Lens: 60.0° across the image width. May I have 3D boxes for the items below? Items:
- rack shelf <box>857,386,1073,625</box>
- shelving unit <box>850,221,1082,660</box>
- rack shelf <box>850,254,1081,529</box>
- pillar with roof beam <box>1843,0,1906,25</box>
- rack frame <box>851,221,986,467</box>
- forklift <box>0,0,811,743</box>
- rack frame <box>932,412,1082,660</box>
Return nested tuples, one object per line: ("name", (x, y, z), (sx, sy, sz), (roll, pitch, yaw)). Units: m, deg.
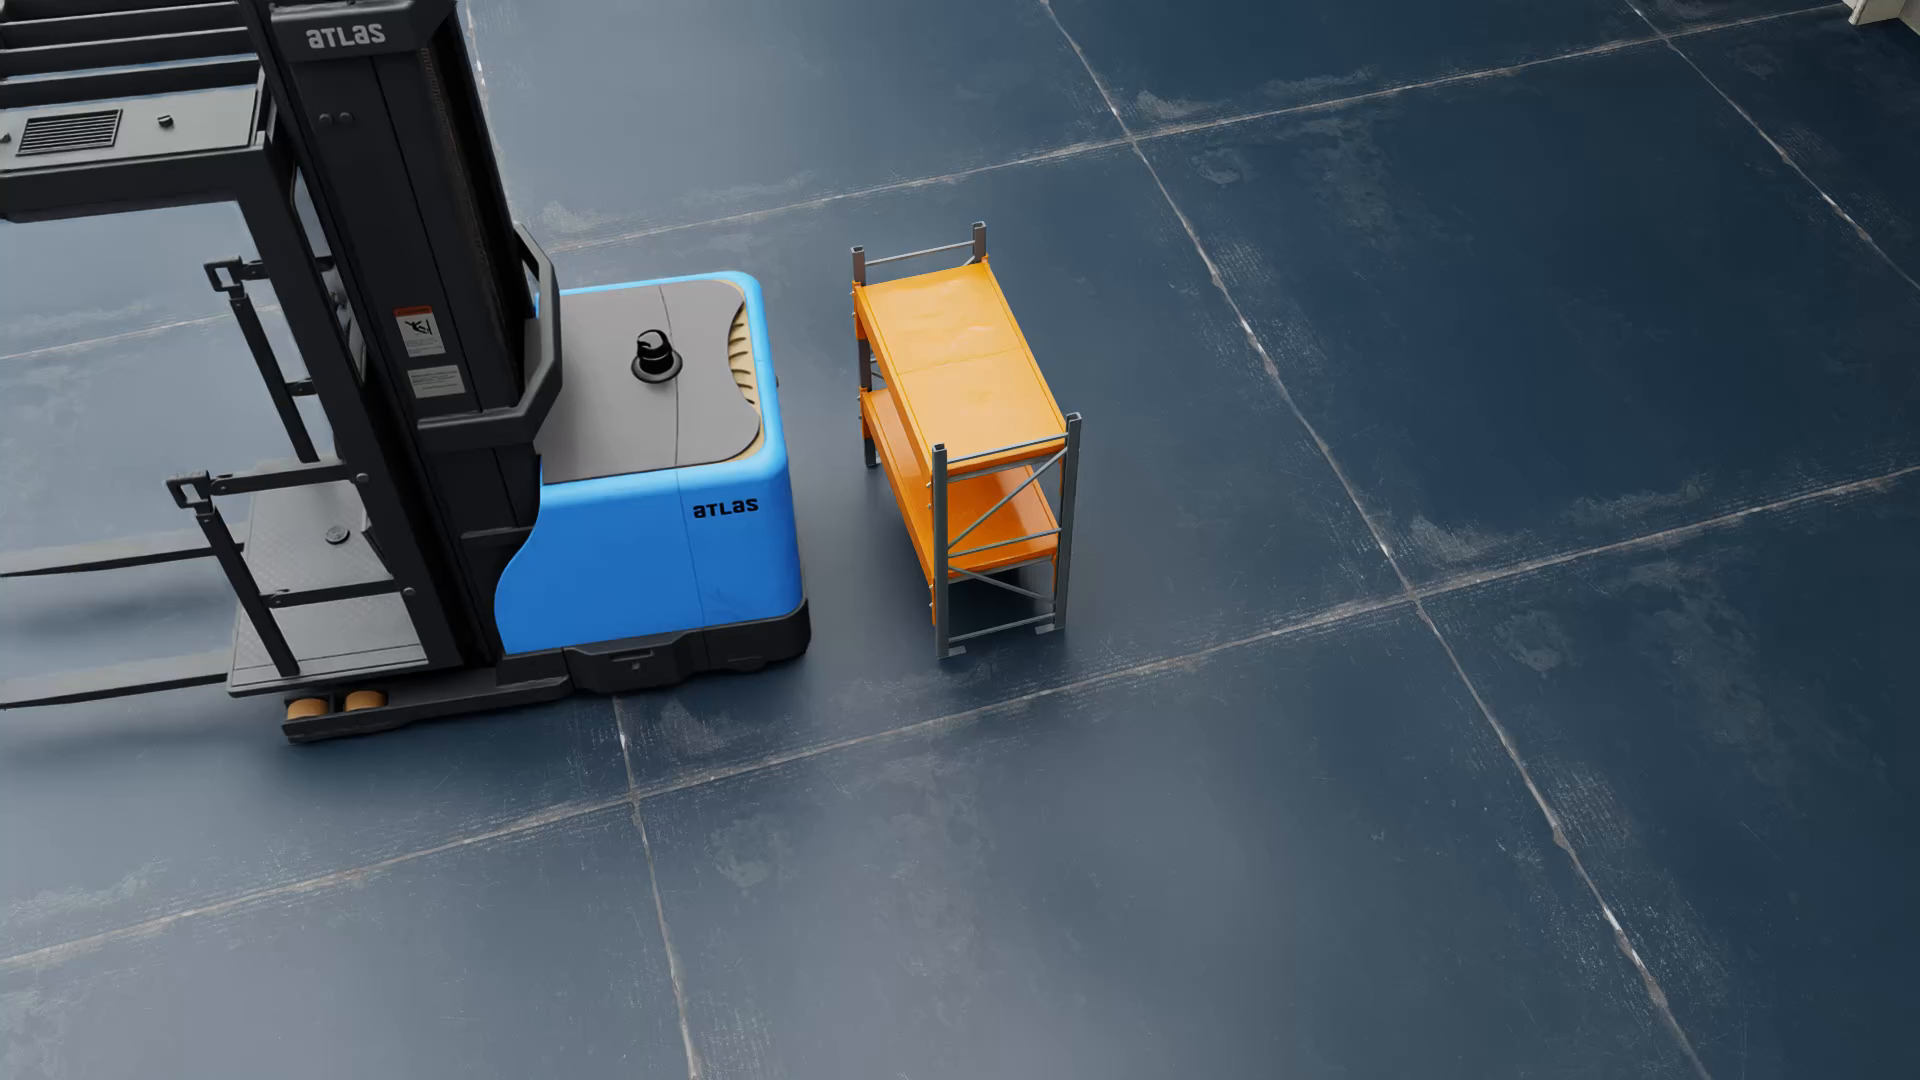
("rack shelf", (0.002, -0.200, 6.292), (0.538, 0.278, 1.000), (-13, 51, -11))
("shelving unit", (0.002, -0.358, 6.105), (0.538, 1.125, 1.048), (-13, 51, -11))
("rack shelf", (0.002, -0.546, 5.882), (0.538, 0.278, 1.000), (-13, 51, -11))
("pillar with roof beam", (0.734, -4.844, 4.738), (9.100, 9.000, 0.400), (-13, 51, -11))
("rack frame", (-0.148, -0.729, 6.418), (0.500, 1.125, 0.032), (-13, 51, -11))
("forklift", (-2.117, -0.668, 5.186), (3.031, 2.935, 1.130), (-8, 50, -7))
("rack frame", (0.152, 0.014, 5.792), (0.500, 1.125, 0.032), (-13, 51, -11))
